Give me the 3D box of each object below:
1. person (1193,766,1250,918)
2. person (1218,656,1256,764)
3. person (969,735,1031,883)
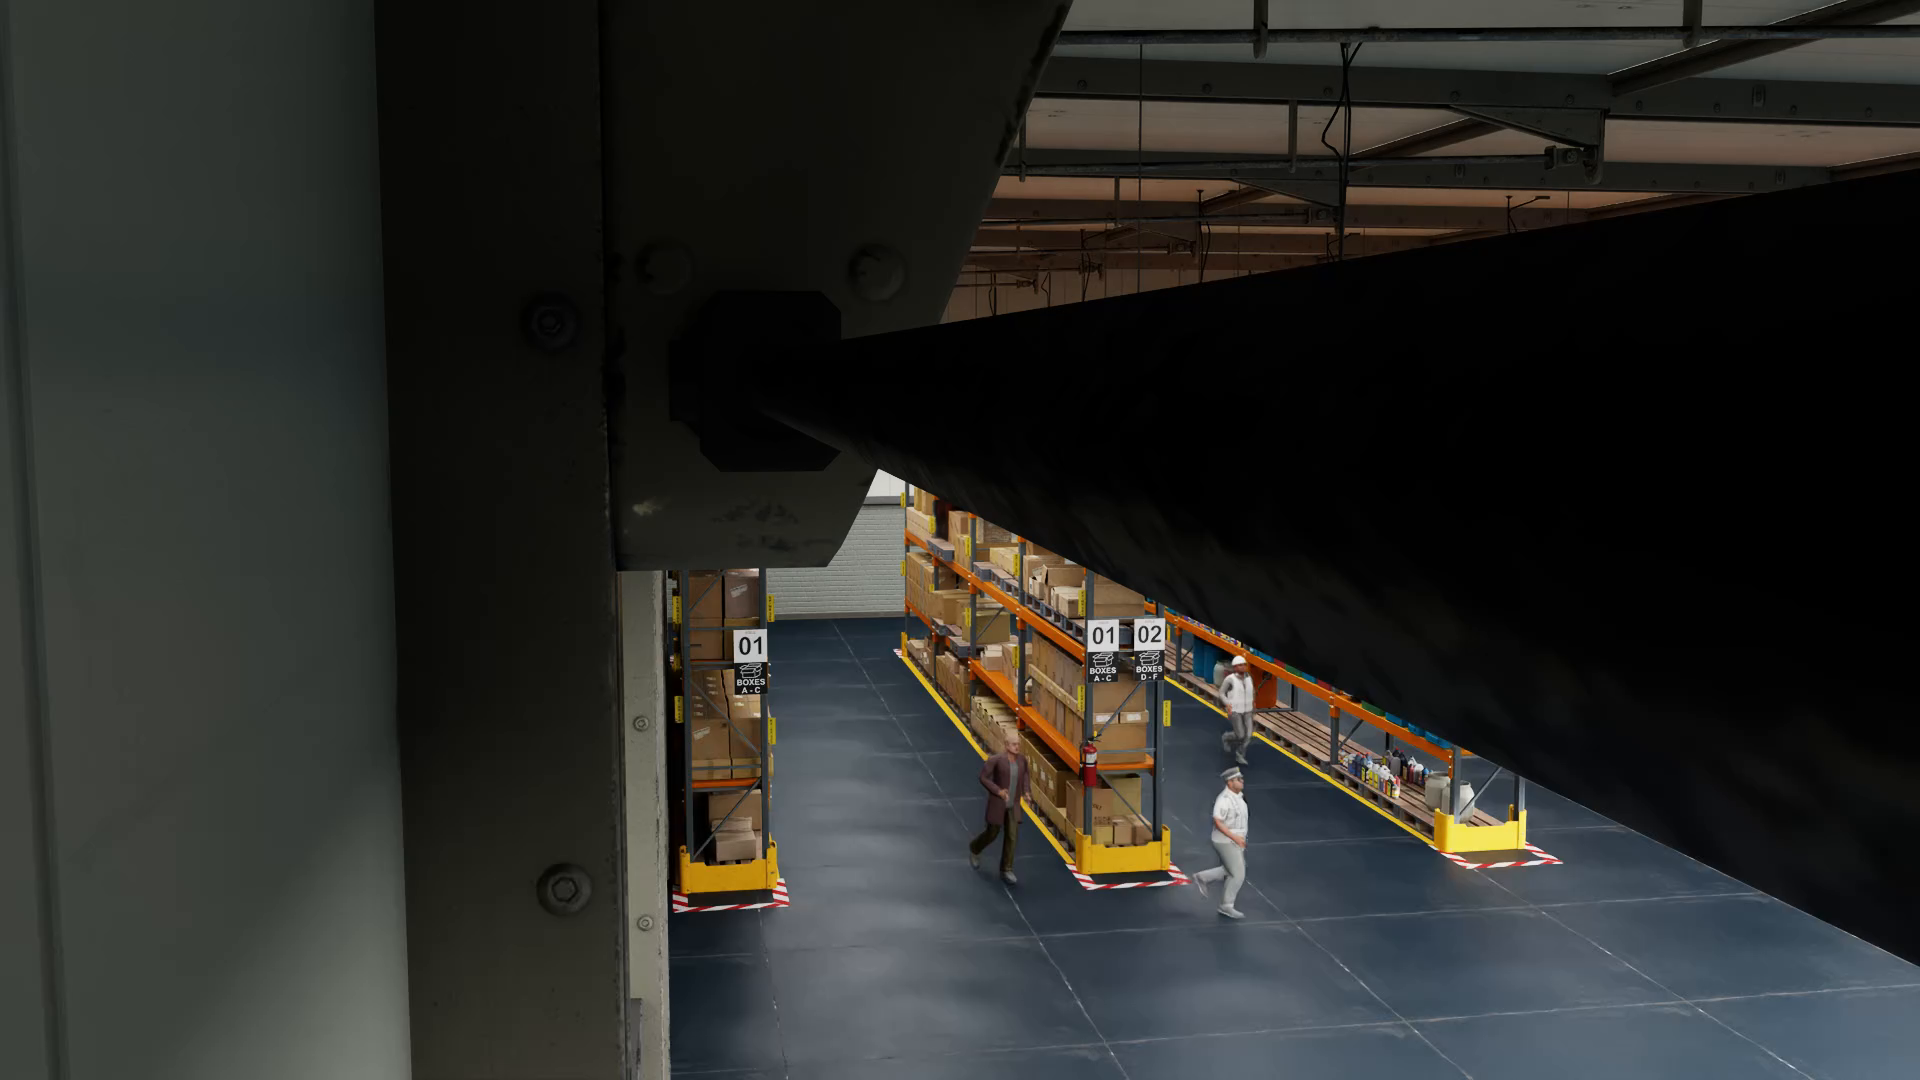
[{"bbox_3d":[3.041,3.473,19.318,0.676,1.773,0.675,3,6,23],"label":"person"},{"bbox_3d":[4.470,2.716,26.661,0.659,1.729,0.586,-2,6,-22],"label":"person"},{"bbox_3d":[0.588,3.294,20.768,0.769,1.753,0.969,-3,7,-27],"label":"person"}]
